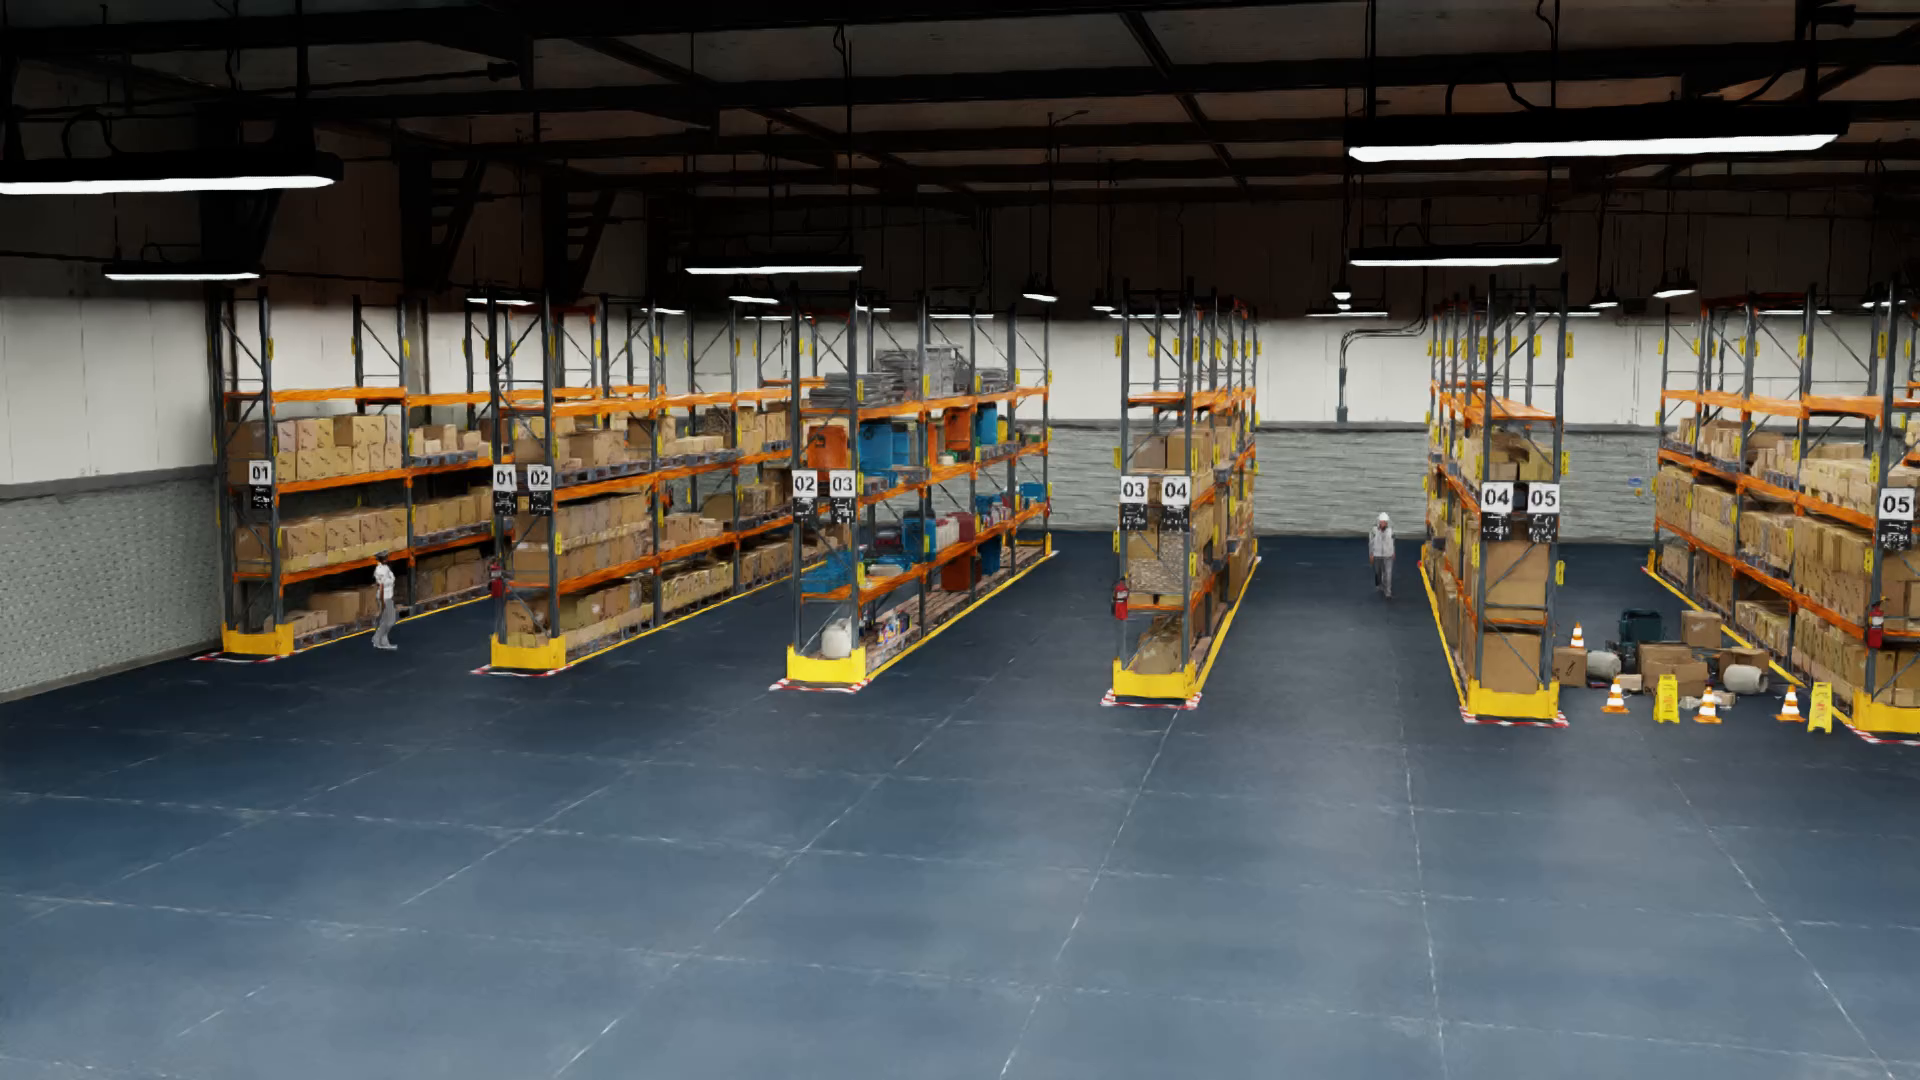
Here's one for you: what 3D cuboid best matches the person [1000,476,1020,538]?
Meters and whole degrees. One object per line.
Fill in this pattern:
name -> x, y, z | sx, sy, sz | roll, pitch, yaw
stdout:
person -> 1.220, -0.765, 42.561 | 0.749, 1.775, 0.518 | -3, 7, -27

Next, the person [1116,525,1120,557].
person -> 3.529, 0.232, 34.215 | 0.719, 1.713, 0.578 | 1, 7, 11

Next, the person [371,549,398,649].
person -> -9.626, 0.991, 27.730 | 0.423, 1.674, 0.508 | -2, 7, -15

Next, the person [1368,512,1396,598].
person -> 8.553, 0.279, 33.712 | 0.543, 1.700, 1.115 | 2, 7, 16
